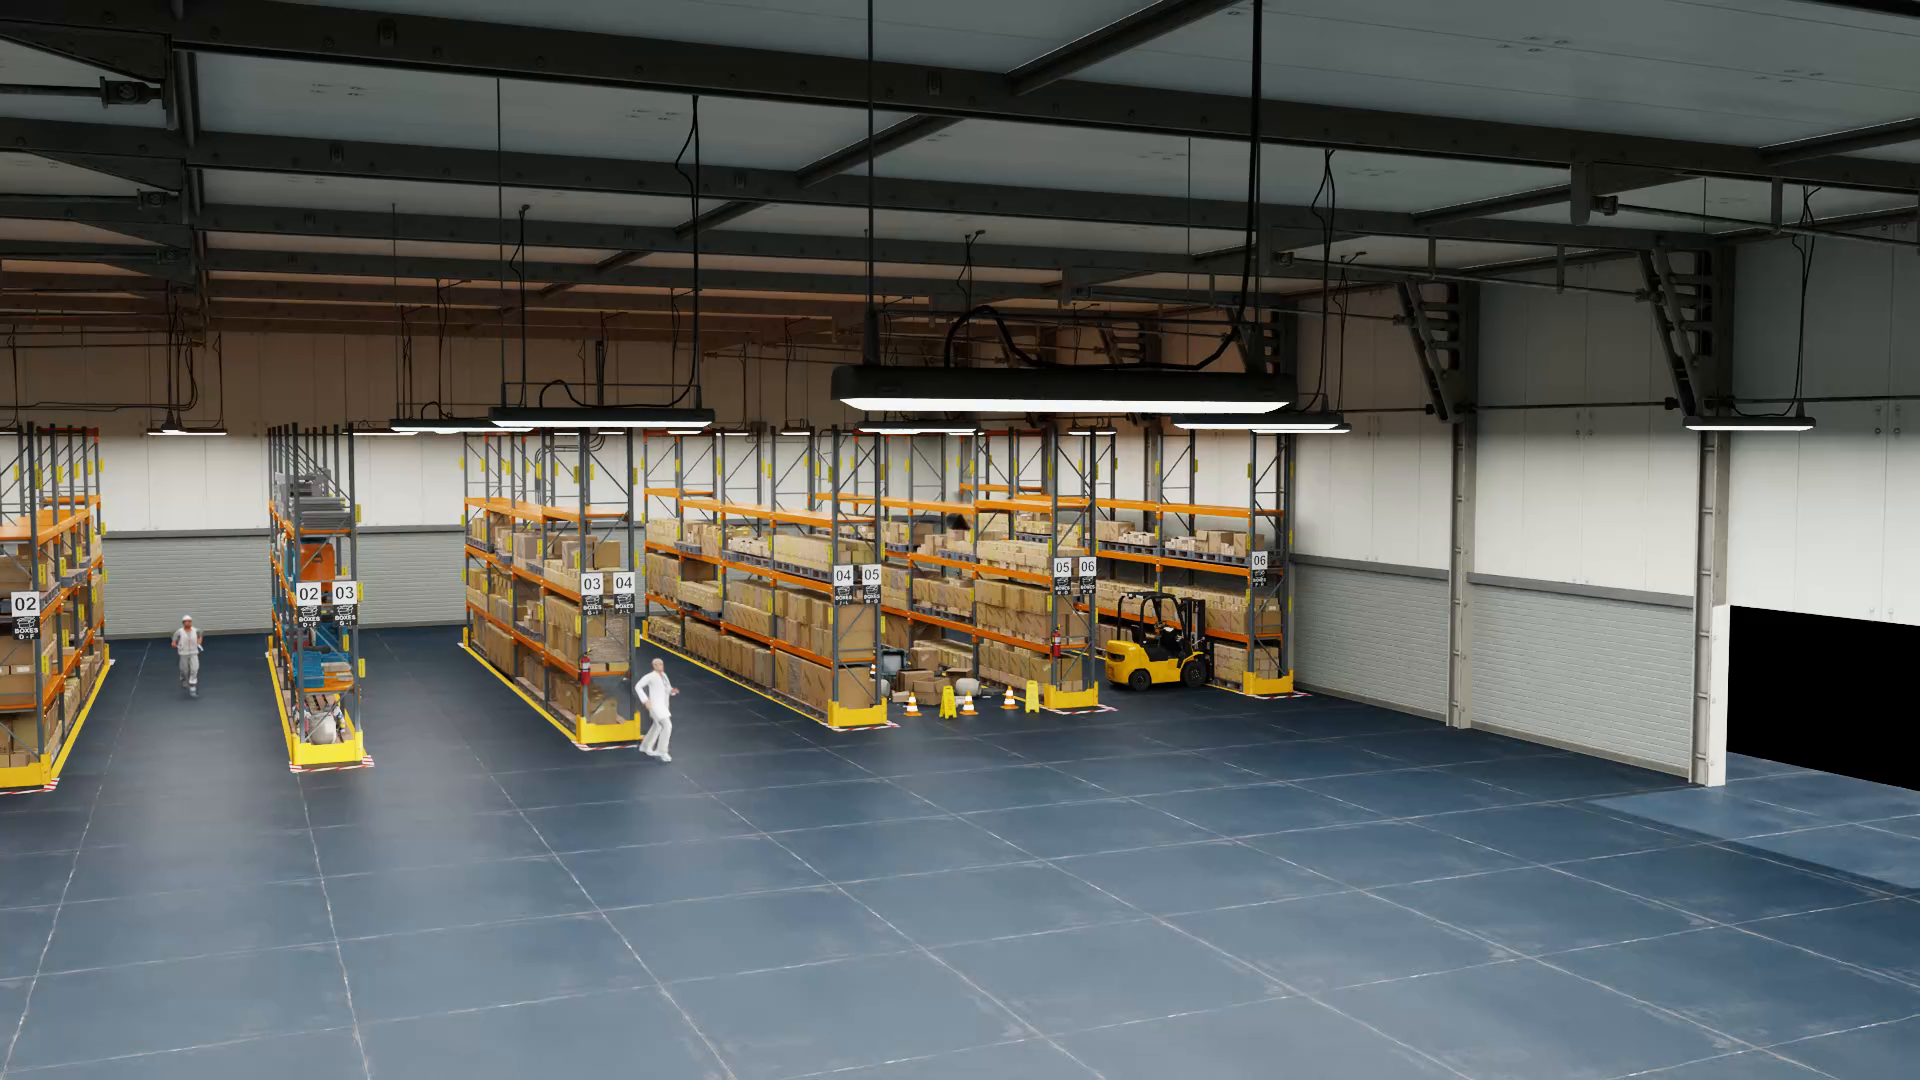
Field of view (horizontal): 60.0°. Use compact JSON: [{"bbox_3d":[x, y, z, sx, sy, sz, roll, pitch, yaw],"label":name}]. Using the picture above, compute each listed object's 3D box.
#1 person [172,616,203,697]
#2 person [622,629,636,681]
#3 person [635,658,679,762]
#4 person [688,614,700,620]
[{"bbox_3d":[-17.178,2.572,37.017,0.656,1.789,0.956,-2,4,-35],"label":"person"},{"bbox_3d":[-7.782,2.525,38.733,0.563,1.723,0.778,-2,4,-26],"label":"person"},{"bbox_3d":[-5.380,3.024,29.612,0.831,1.837,0.674,1,4,17],"label":"person"},{"bbox_3d":[-7.892,1.873,49.021,0.864,1.754,0.740,2,4,35],"label":"person"}]
